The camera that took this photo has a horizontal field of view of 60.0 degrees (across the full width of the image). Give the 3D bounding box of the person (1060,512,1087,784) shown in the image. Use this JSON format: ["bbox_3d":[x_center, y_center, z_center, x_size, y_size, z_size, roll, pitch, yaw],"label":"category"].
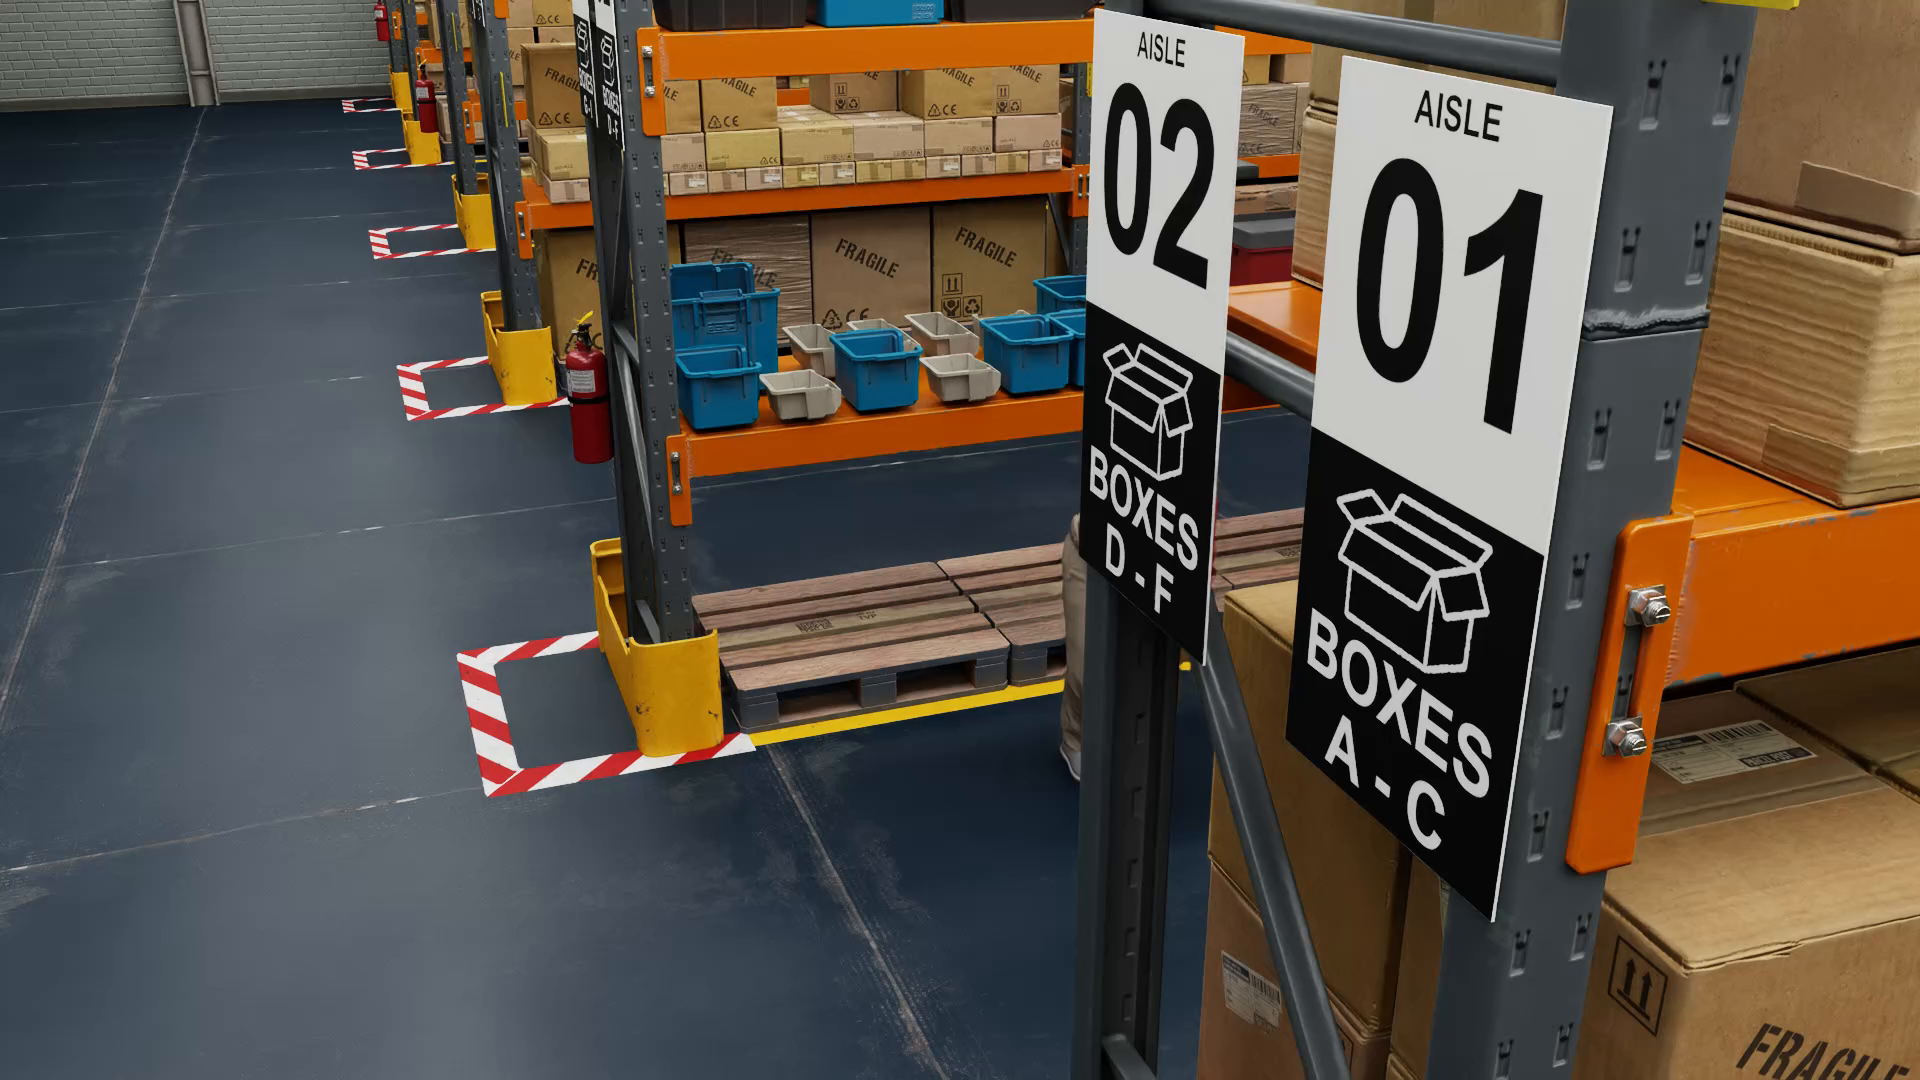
[{"bbox_3d":[0.677,0.222,6.298,0.478,1.567,0.718,-9,24,-20],"label":"person"}]
